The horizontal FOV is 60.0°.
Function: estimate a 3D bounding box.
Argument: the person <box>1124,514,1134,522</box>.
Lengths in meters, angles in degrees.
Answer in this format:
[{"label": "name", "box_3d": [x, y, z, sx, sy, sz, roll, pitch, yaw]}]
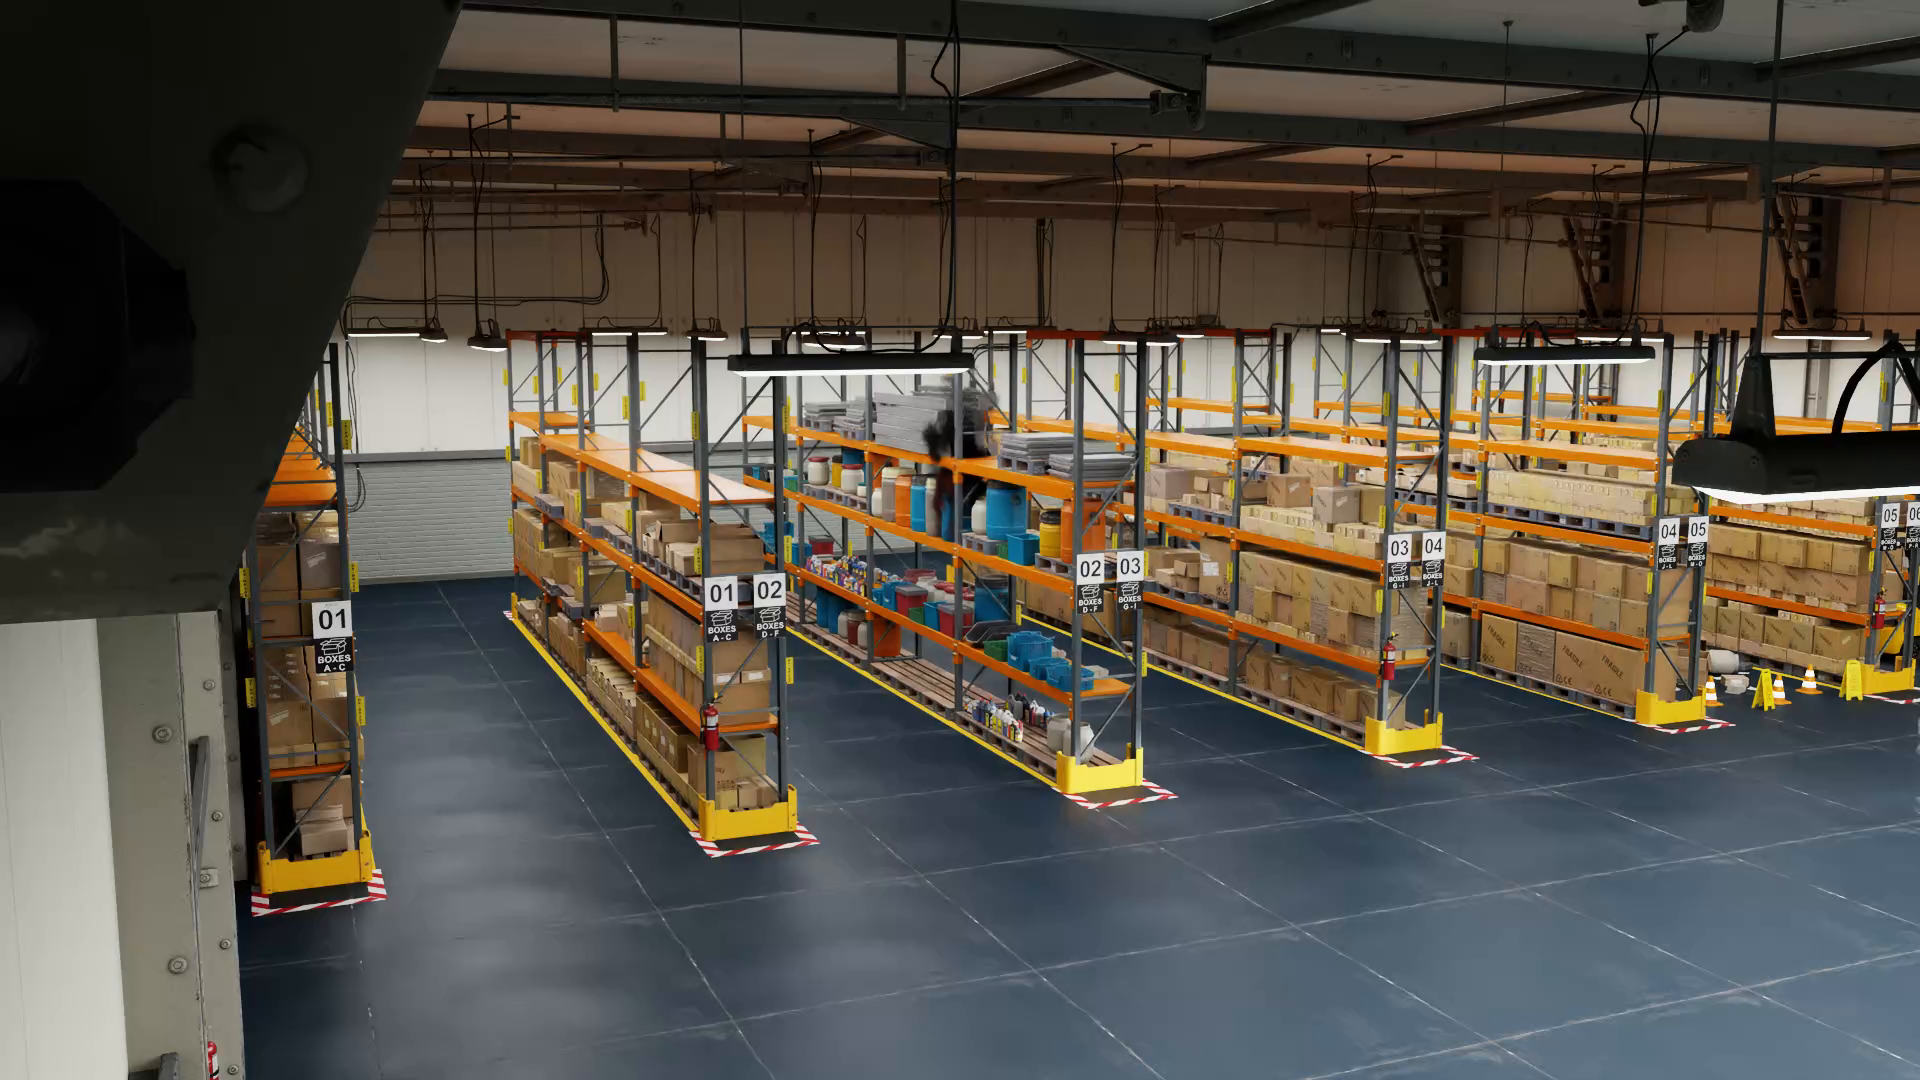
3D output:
[{"label": "person", "box_3d": [4.098, -0.124, 41.460, 0.743, 1.713, 0.678, -6, 10, -37]}]

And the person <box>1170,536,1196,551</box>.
[{"label": "person", "box_3d": [5.522, -0.215, 41.654, 0.917, 1.784, 0.741, 5, 9, 33]}]
